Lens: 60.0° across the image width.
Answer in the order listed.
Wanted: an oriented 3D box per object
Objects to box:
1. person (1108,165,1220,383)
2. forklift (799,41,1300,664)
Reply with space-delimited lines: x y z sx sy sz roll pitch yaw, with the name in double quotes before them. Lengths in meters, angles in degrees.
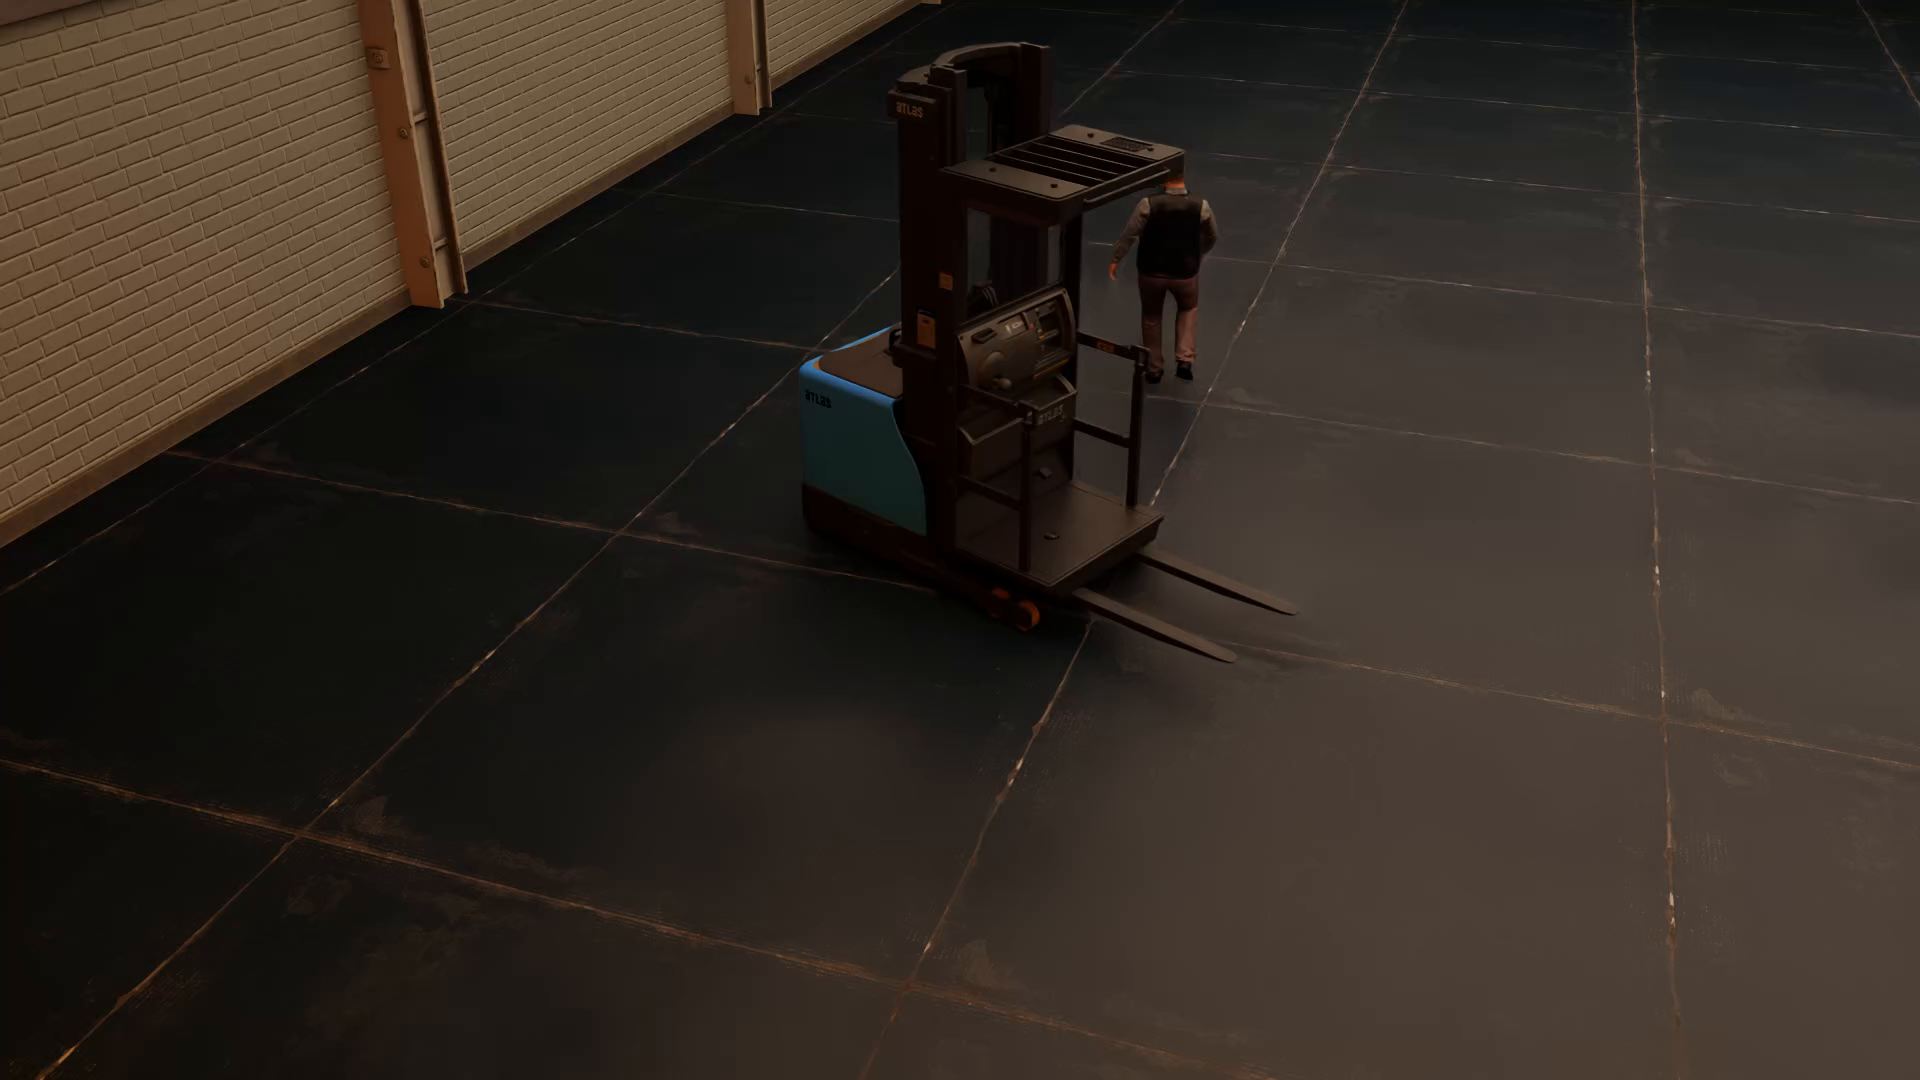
"person" 1.427 -1.905 11.741 0.760 1.688 0.481 4 30 7
"forklift" 0.478 -1.066 9.007 3.031 2.935 1.130 23 37 35
